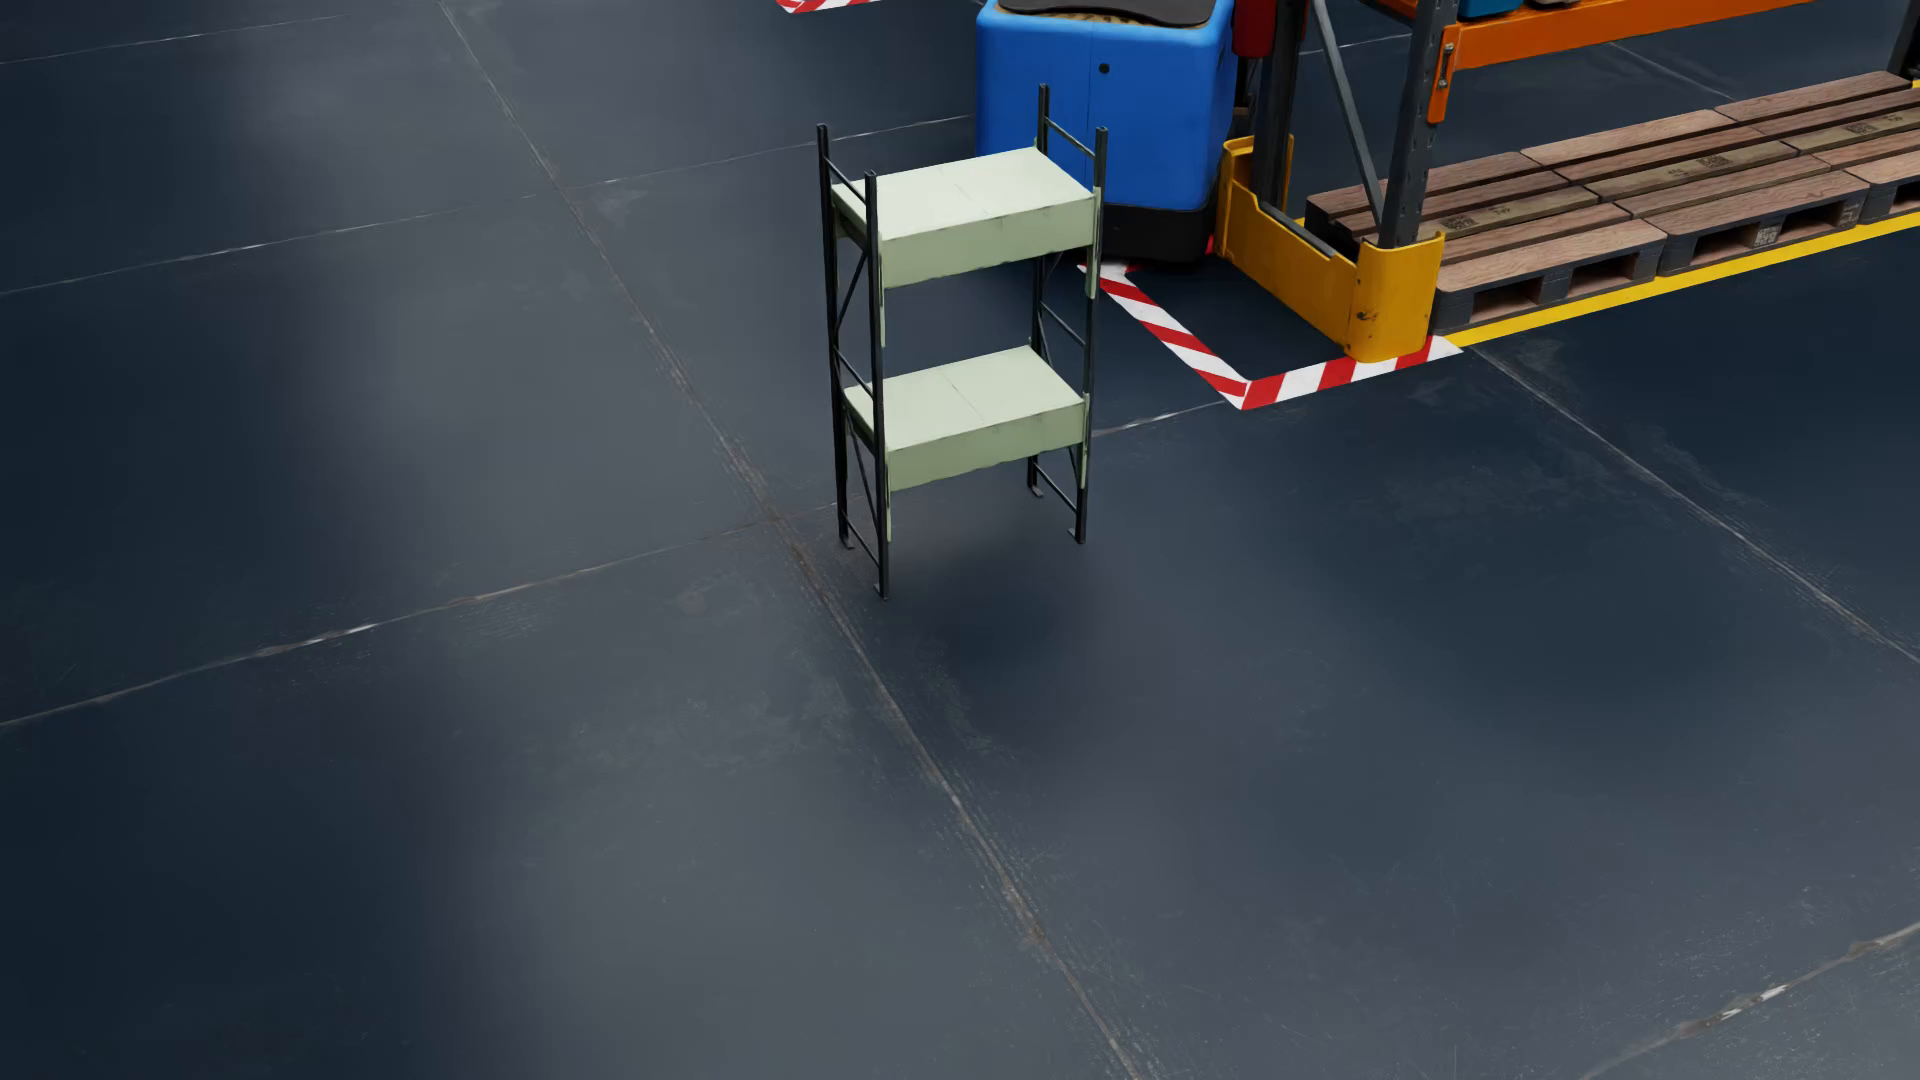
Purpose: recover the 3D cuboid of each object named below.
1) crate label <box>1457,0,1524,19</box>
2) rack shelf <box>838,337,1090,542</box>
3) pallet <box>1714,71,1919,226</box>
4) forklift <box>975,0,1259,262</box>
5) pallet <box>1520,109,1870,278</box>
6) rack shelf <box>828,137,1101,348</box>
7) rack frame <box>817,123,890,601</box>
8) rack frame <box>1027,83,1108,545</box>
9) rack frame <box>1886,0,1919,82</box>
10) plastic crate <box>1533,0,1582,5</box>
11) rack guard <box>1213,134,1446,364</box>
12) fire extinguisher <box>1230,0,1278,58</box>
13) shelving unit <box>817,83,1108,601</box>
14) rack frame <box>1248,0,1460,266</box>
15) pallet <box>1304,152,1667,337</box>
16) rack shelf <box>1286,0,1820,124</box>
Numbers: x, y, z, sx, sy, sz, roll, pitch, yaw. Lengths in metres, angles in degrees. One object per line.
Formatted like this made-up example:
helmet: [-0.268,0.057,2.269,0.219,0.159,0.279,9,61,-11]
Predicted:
crate label: [1.904,-2.117,6.176,0.303,0.233,0.416,-16,39,-20]
rack shelf: [0.006,-0.342,5.500,0.720,0.370,0.431,-16,39,-20]
pallet: [4.513,-1.961,8.216,1.213,0.211,1.003,-16,39,-20]
forklift: [0.919,-3.270,7.698,1.130,2.935,3.031,9,37,12]
pallet: [3.407,-1.649,7.797,1.213,0.211,1.003,-16,39,-20]
rack shelf: [0.006,-0.918,5.073,0.720,0.370,0.431,-16,39,-20]
rack frame: [-0.325,-0.511,5.181,0.023,1.500,0.400,-16,39,-20]
rack frame: [0.337,-0.697,5.430,0.023,1.500,0.400,-16,39,-20]
rack frame: [5.162,-3.288,7.665,0.127,3.000,1.000,-16,39,-20]
plastic crate: [2.230,-2.115,6.254,0.298,0.136,0.250,-16,39,-20]
rack guard: [1.525,-1.258,7.027,0.348,0.500,1.175,-16,39,-20]
fire extinguisher: [1.211,-2.301,6.713,0.183,0.674,0.296,-16,39,-20]
shelving unit: [0.006,-0.604,5.305,0.755,1.500,0.431,-16,39,-20]
rack frame: [1.541,-2.275,6.300,0.127,3.000,1.000,-16,39,-20]
pallet: [2.304,-1.343,7.383,1.213,0.211,1.003,-16,39,-20]
rack shelf: [3.352,-2.492,7.196,4.000,0.370,1.077,-16,39,-20]
